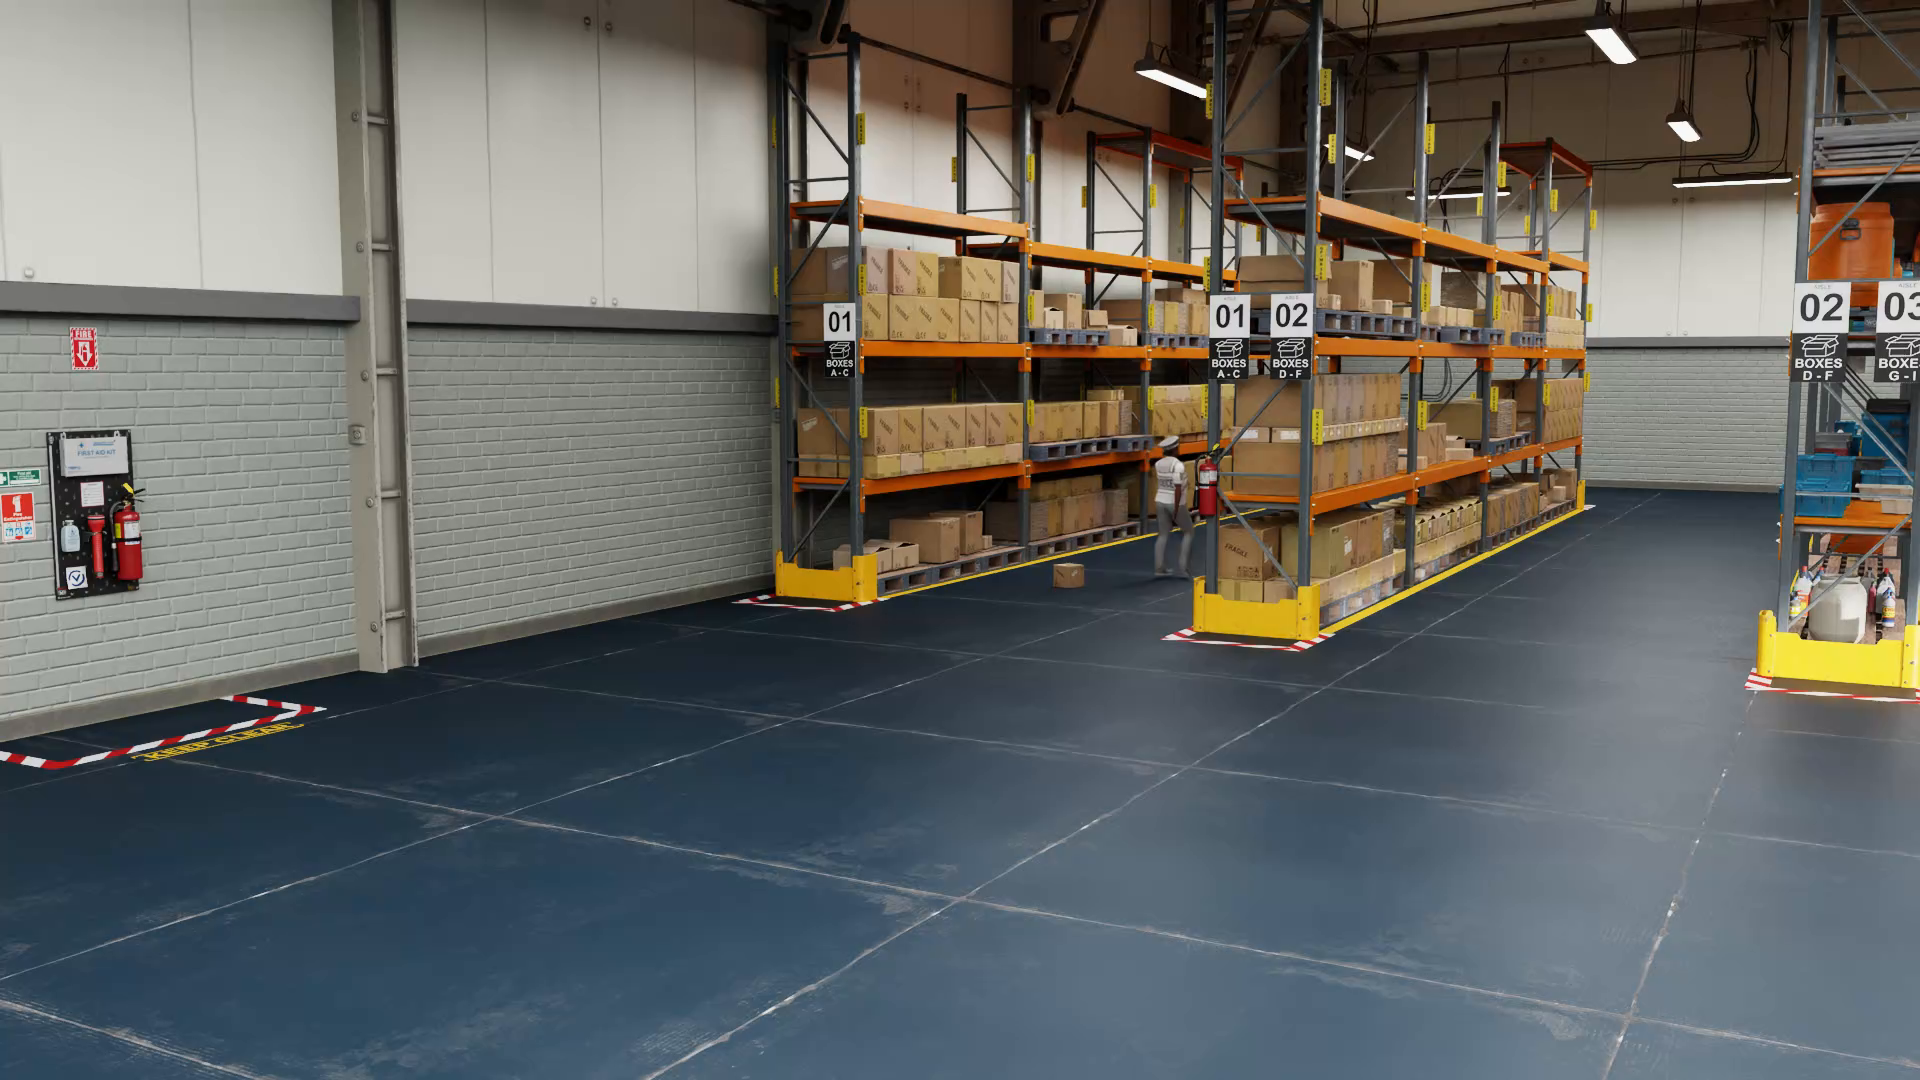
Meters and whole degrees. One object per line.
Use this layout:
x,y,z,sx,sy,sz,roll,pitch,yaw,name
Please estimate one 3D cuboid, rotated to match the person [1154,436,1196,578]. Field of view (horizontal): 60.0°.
2.543,-0.369,19.903,0.523,1.763,0.438,-6,8,-44,person
